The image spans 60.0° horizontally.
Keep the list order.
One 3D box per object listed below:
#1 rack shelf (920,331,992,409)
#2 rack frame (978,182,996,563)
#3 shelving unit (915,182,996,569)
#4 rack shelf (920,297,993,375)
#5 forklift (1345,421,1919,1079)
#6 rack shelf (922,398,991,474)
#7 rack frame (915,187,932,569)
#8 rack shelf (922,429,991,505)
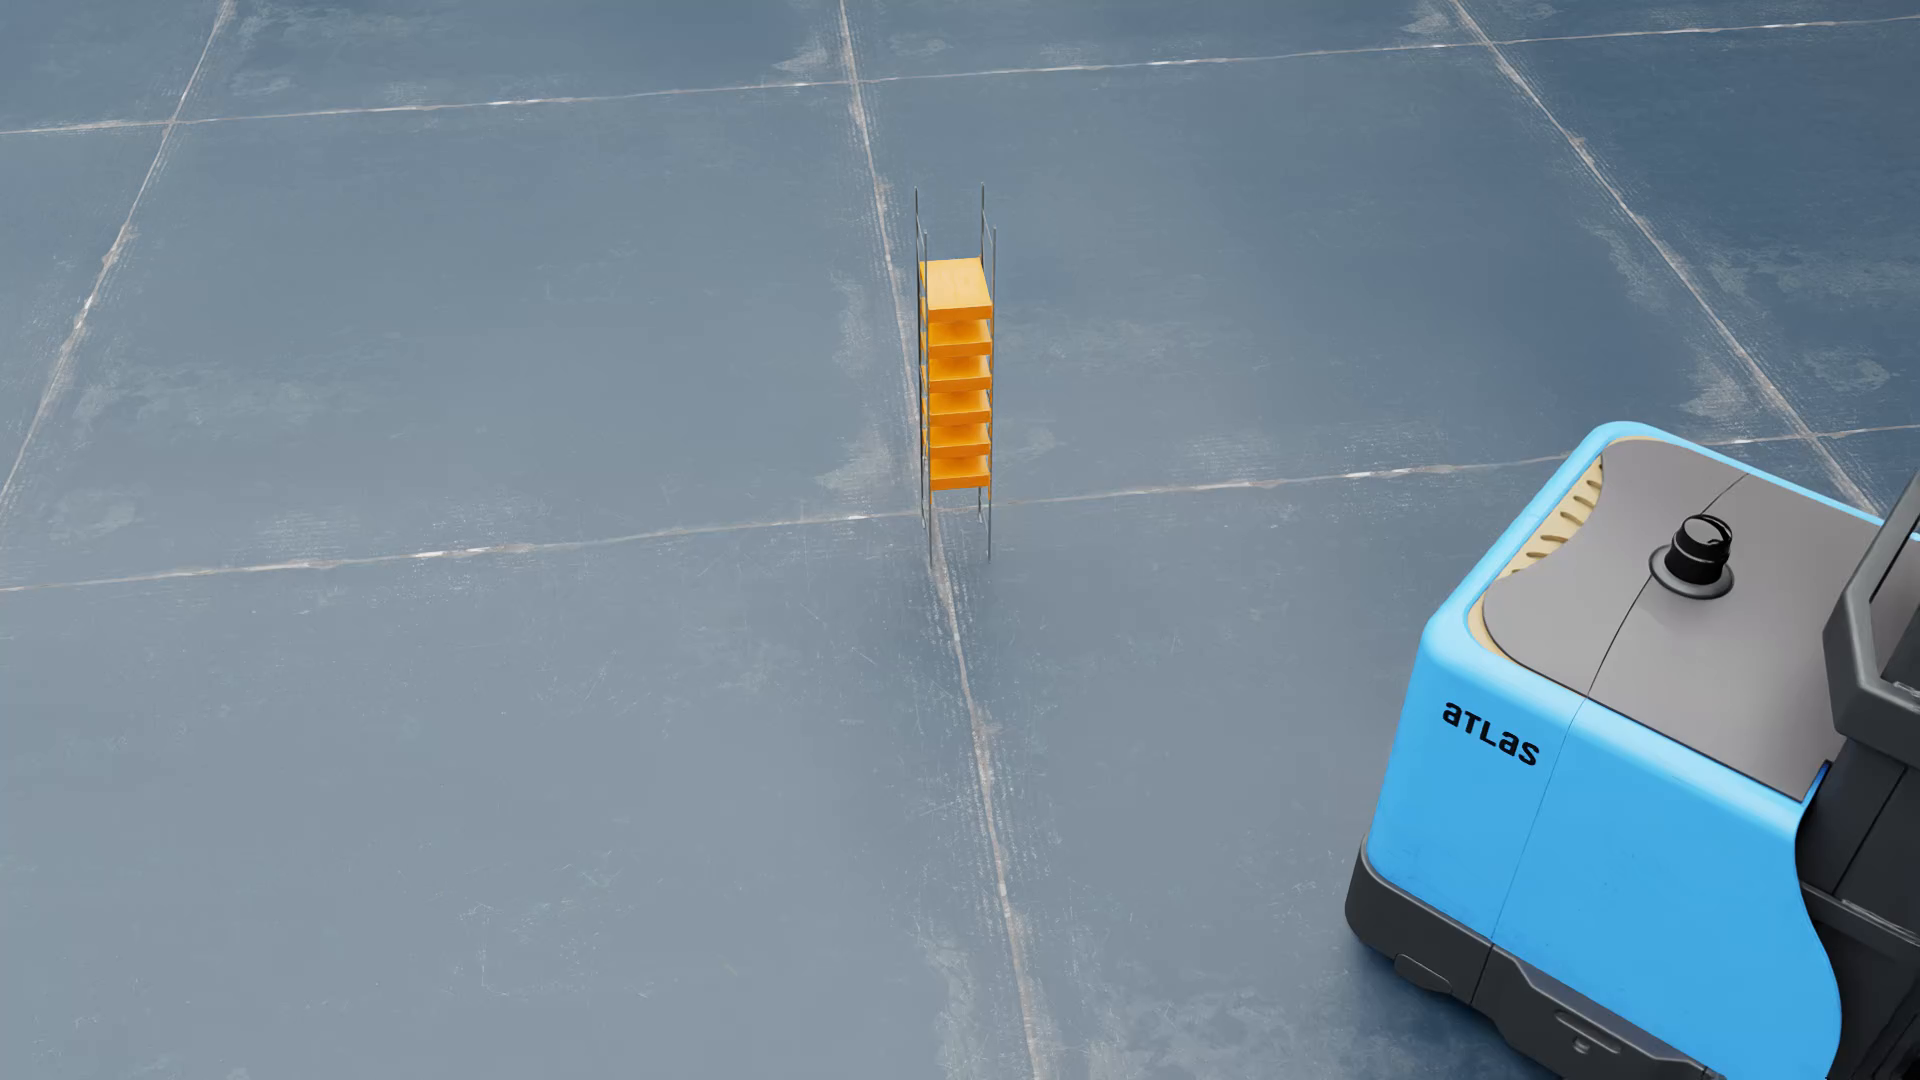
[{"bbox_3d":[-0.014,-0.500,4.796,0.180,0.103,0.258,-5,42,-6],"label":"rack shelf"},{"bbox_3d":[0.076,-0.452,4.856,0.006,1.200,0.240,-5,42,-6],"label":"rack frame"},{"bbox_3d":[-0.014,-0.444,4.847,0.189,1.200,0.258,-5,42,-6],"label":"shelving unit"},{"bbox_3d":[-0.014,-0.589,4.716,0.180,0.103,0.258,-5,42,-6],"label":"rack shelf"},{"bbox_3d":[2.415,0.305,2.789,3.031,2.843,1.129,29,49,28],"label":"forklift"},{"bbox_3d":[-0.014,-0.322,4.957,0.180,0.103,0.258,-5,42,-6],"label":"rack shelf"},{"bbox_3d":[-0.105,-0.436,4.838,0.006,1.200,0.240,-5,42,-6],"label":"rack frame"},{"bbox_3d":[-0.014,-0.233,5.037,0.180,0.103,0.258,-5,42,-6],"label":"rack shelf"}]
